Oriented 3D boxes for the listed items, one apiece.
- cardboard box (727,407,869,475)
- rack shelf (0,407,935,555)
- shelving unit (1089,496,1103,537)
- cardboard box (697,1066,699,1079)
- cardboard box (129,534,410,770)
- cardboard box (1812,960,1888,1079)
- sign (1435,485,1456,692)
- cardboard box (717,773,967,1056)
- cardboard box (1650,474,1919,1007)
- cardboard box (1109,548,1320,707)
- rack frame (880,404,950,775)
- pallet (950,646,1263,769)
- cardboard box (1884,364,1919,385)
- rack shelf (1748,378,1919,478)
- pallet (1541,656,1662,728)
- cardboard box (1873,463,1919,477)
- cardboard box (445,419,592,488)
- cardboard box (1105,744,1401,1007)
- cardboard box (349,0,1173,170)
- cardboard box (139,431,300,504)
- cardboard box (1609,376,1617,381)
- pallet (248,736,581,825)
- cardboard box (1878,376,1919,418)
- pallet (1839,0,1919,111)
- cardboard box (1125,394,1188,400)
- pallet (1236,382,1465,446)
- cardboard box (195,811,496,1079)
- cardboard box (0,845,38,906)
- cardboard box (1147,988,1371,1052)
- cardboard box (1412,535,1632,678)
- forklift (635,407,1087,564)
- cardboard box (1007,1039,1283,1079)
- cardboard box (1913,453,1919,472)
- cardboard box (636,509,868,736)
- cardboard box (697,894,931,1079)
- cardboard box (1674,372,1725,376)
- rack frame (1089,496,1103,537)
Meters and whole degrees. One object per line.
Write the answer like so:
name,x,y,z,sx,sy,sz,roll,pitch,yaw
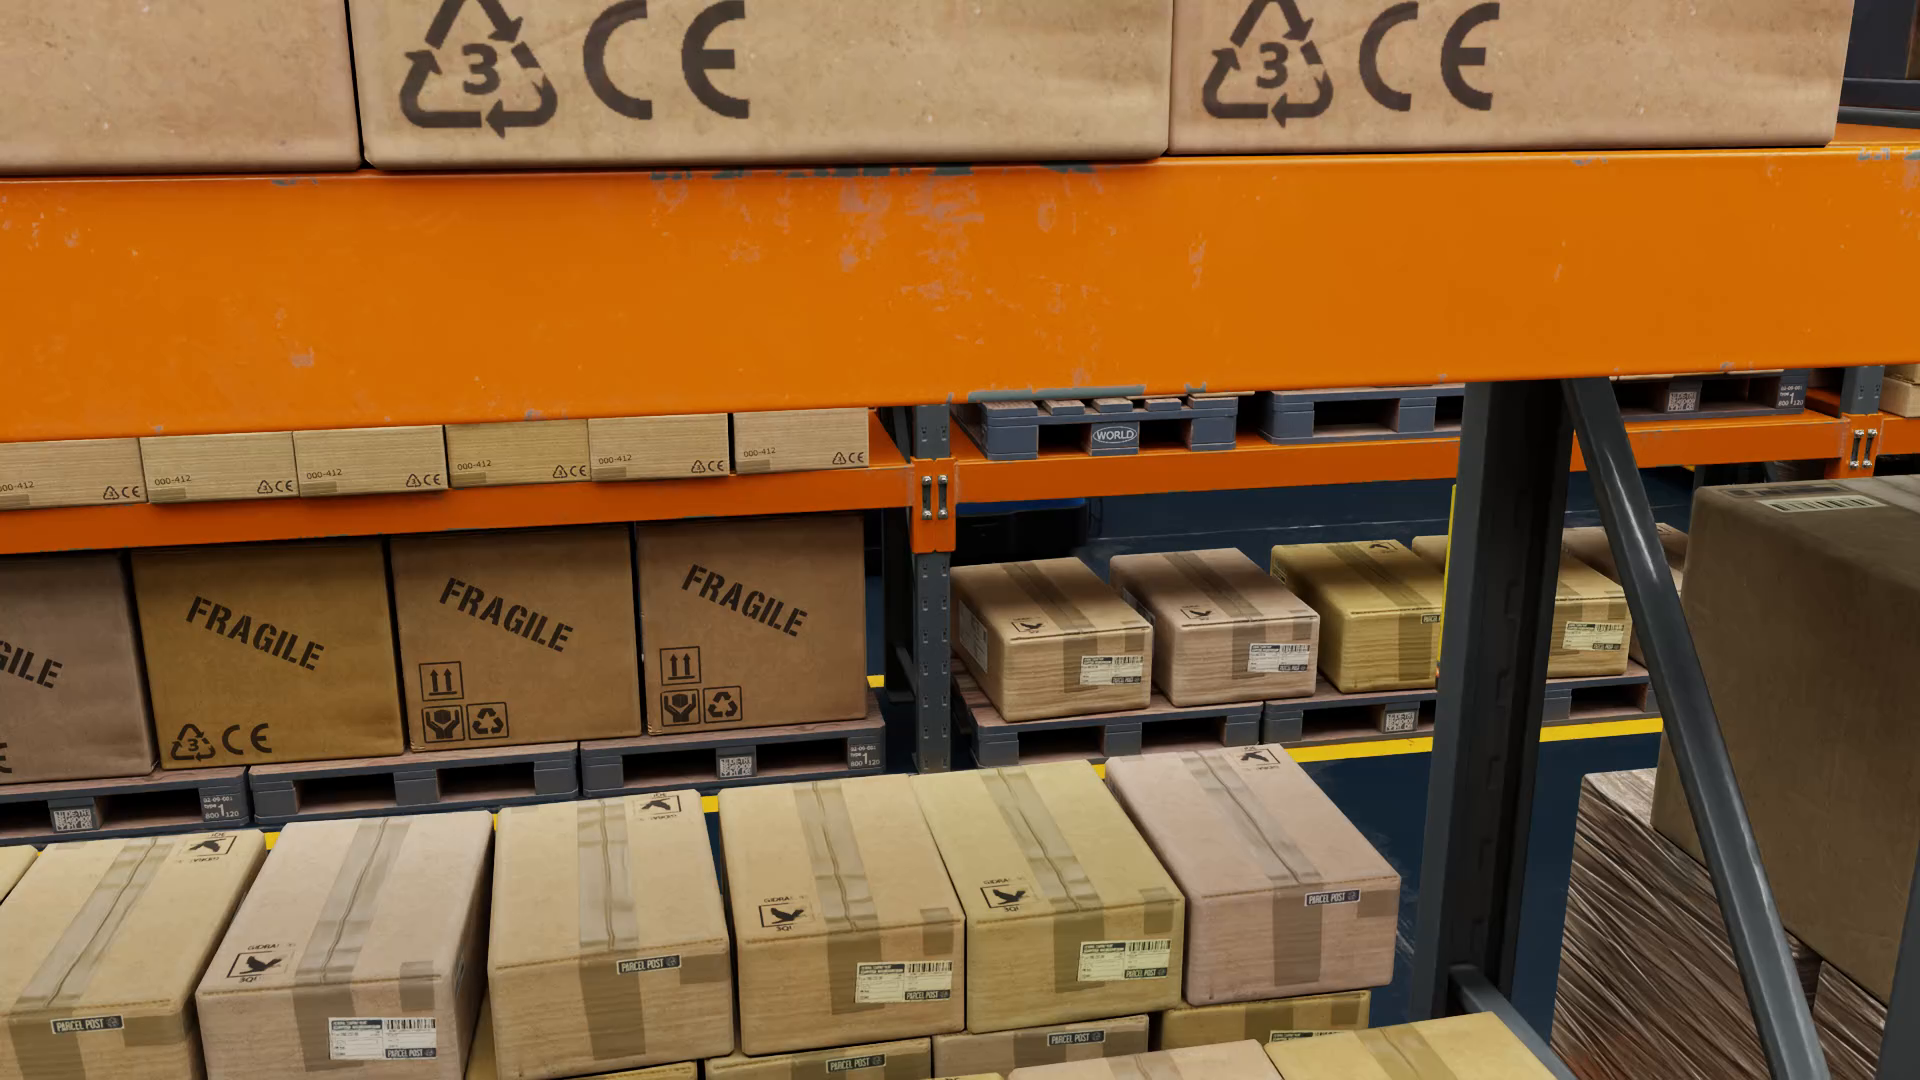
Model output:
cardboard box,-0.641,-0.446,6.409,0.500,0.250,0.500,-4,17,-12
rack shelf,-2.157,-0.165,6.466,4.000,0.370,1.077,-3,17,-10
shelving unit,0.723,-0.622,9.793,0.189,1.200,0.258,-4,17,-12
cardboard box,-0.426,0.733,2.030,0.250,0.149,0.380,-2,17,-8
cardboard box,-2.642,0.307,6.606,0.875,0.875,0.875,-3,17,-9
cardboard box,1.337,0.806,1.909,0.500,0.500,0.500,-3,17,-10
sign,0.736,0.088,2.446,0.005,0.325,0.100,-3,17,-10
cardboard box,-0.151,0.434,1.990,0.250,0.149,0.380,-3,17,-11
cardboard box,1.288,0.253,2.006,0.500,0.500,0.700,-3,17,-11
cardboard box,1.086,0.363,7.281,0.625,0.372,0.950,-4,17,-12
rack frame,-0.193,-0.620,6.723,0.127,3.000,1.000,-3,17,-10
pallet,0.574,0.669,7.273,1.213,0.211,1.003,-3,17,-10
cardboard box,4.219,-0.977,7.208,0.500,0.500,0.500,-3,17,-11
rack shelf,5.698,-0.611,7.916,4.000,0.370,1.077,-3,17,-10
pallet,2.970,0.534,7.715,1.213,0.211,1.003,-3,17,-10
cardboard box,4.364,-0.043,7.534,0.500,0.500,0.500,-2,17,-8
cardboard box,-1.637,-0.389,6.226,0.500,0.250,0.500,-3,17,-11
cardboard box,0.350,0.406,2.080,0.250,0.149,0.380,-3,17,-10
cardboard box,-0.156,-0.544,1.195,0.500,0.500,0.500,-3,17,-10
cardboard box,-2.625,-0.328,6.025,0.500,0.250,0.500,-3,17,-11
cardboard box,2.523,-0.766,6.910,0.250,0.149,0.380,-3,17,-10
pallet,-2.177,0.802,6.842,1.213,0.211,1.003,-3,17,-10
cardboard box,4.104,-0.648,7.241,0.250,0.149,0.380,-3,17,-11
pallet,1.467,-0.594,1.849,1.003,0.211,1.213,-2,17,-8
cardboard box,0.722,-0.674,6.609,0.250,0.149,0.380,-4,18,-14
pallet,1.742,-0.651,7.148,1.213,0.211,1.003,-3,17,-10
cardboard box,-0.676,0.464,1.891,0.250,0.149,0.380,-2,17,-8
cardboard box,-1.181,0.492,1.800,0.250,0.149,0.380,-3,17,-11
cardboard box,0.332,0.547,2.128,0.250,0.149,0.380,-2,17,-8
cardboard box,2.514,0.283,7.541,0.625,0.372,0.950,-2,17,-7
forklift,-0.851,-1.344,9.197,3.031,2.935,1.130,-4,17,-12
cardboard box,0.204,0.609,1.421,0.250,0.149,0.380,-3,17,-11
cardboard box,4.499,-0.343,7.405,0.250,0.149,0.380,-3,17,-10
cardboard box,-0.887,0.209,6.926,0.875,0.875,0.875,-3,17,-11
cardboard box,-0.195,0.579,2.025,0.250,0.149,0.380,-4,17,-12
cardboard box,3.019,-0.806,7.040,0.250,0.149,0.380,-4,17,-12
rack frame,0.813,-0.628,9.813,0.006,1.200,0.240,-4,17,-12
